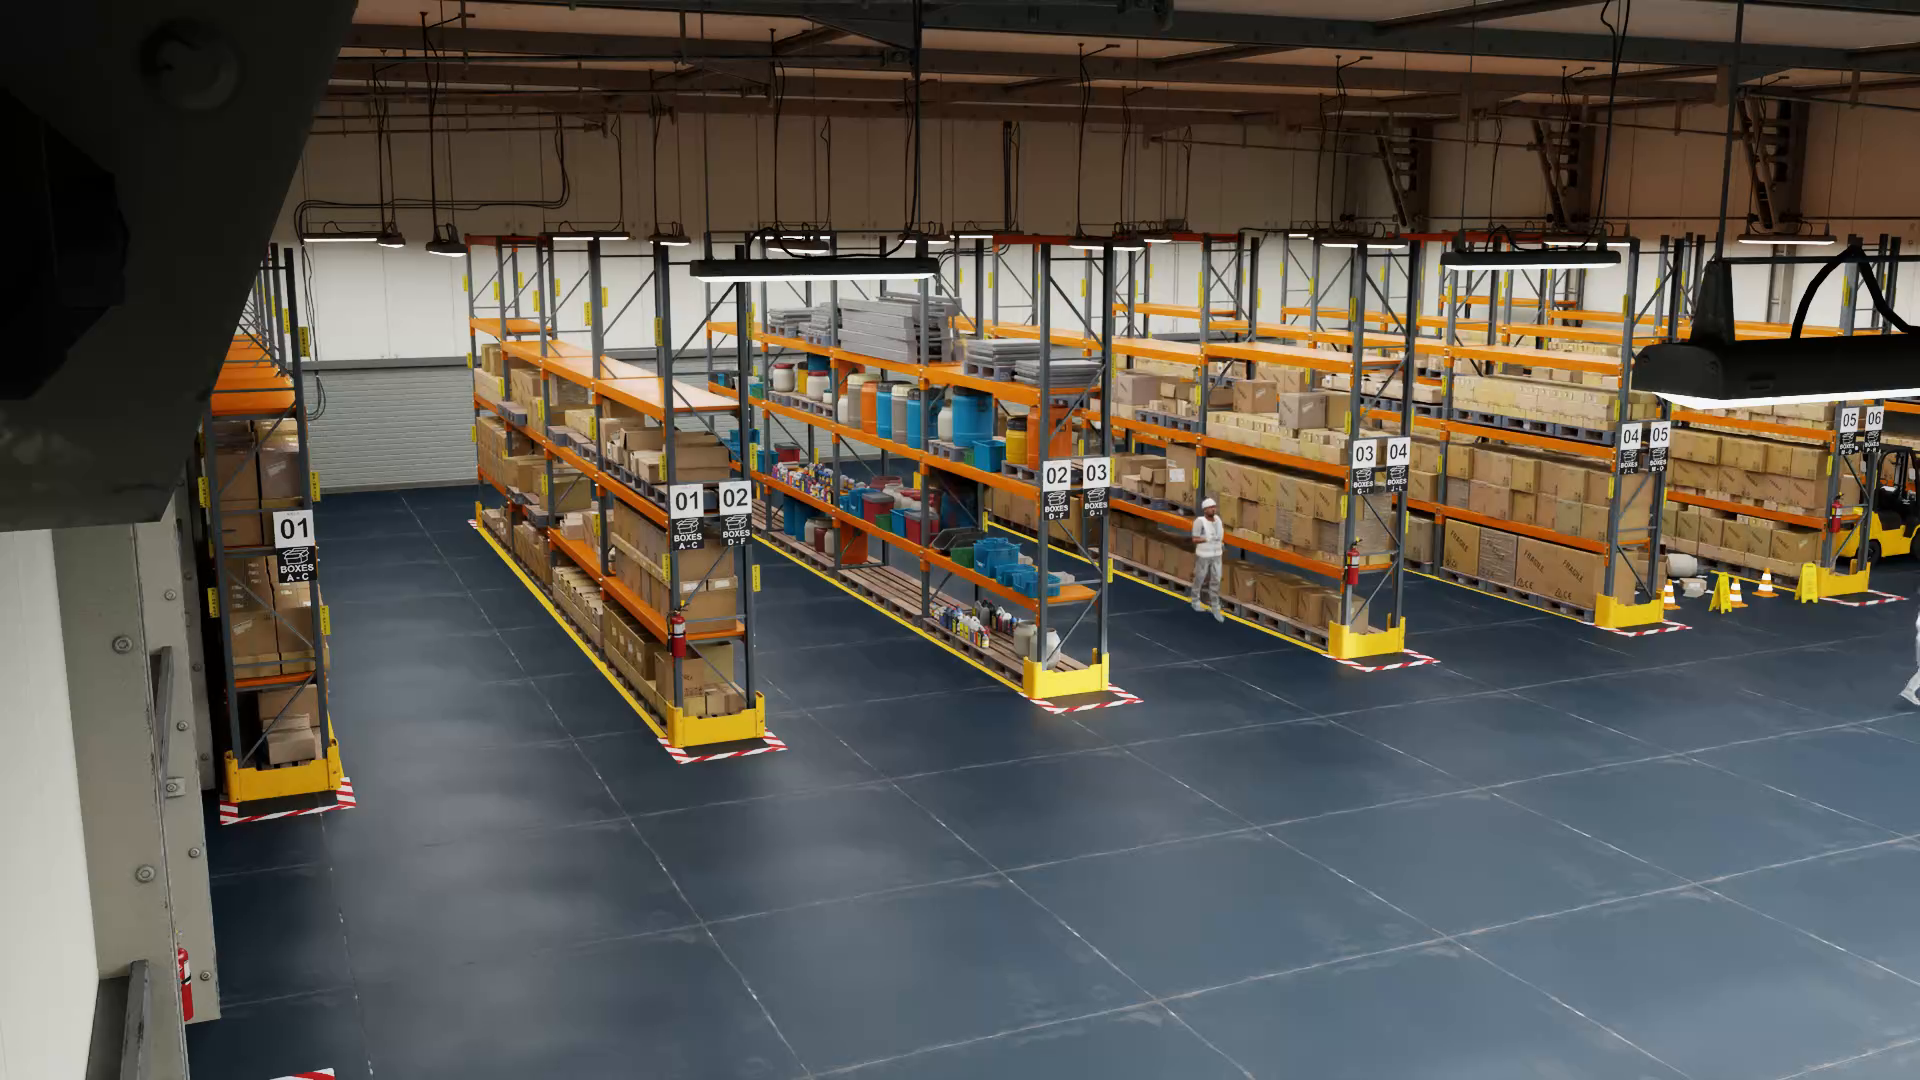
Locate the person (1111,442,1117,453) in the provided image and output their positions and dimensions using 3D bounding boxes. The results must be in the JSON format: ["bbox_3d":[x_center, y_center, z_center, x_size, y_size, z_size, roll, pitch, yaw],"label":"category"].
[{"bbox_3d":[3.343,-1.700,37.834,0.534,1.560,0.542,-5,12,-22],"label":"person"}]

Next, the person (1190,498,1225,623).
[{"bbox_3d":[3.822,0.302,25.441,0.657,1.892,0.707,-5,12,-26],"label":"person"}]

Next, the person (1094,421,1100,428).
[{"bbox_3d":[3.587,-2.522,41.546,0.873,1.760,0.722,-10,15,-41],"label":"person"}]

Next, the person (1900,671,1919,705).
[{"bbox_3d":[12.709,1.386,21.572,0.805,1.747,0.587,3,11,17],"label":"person"}]
